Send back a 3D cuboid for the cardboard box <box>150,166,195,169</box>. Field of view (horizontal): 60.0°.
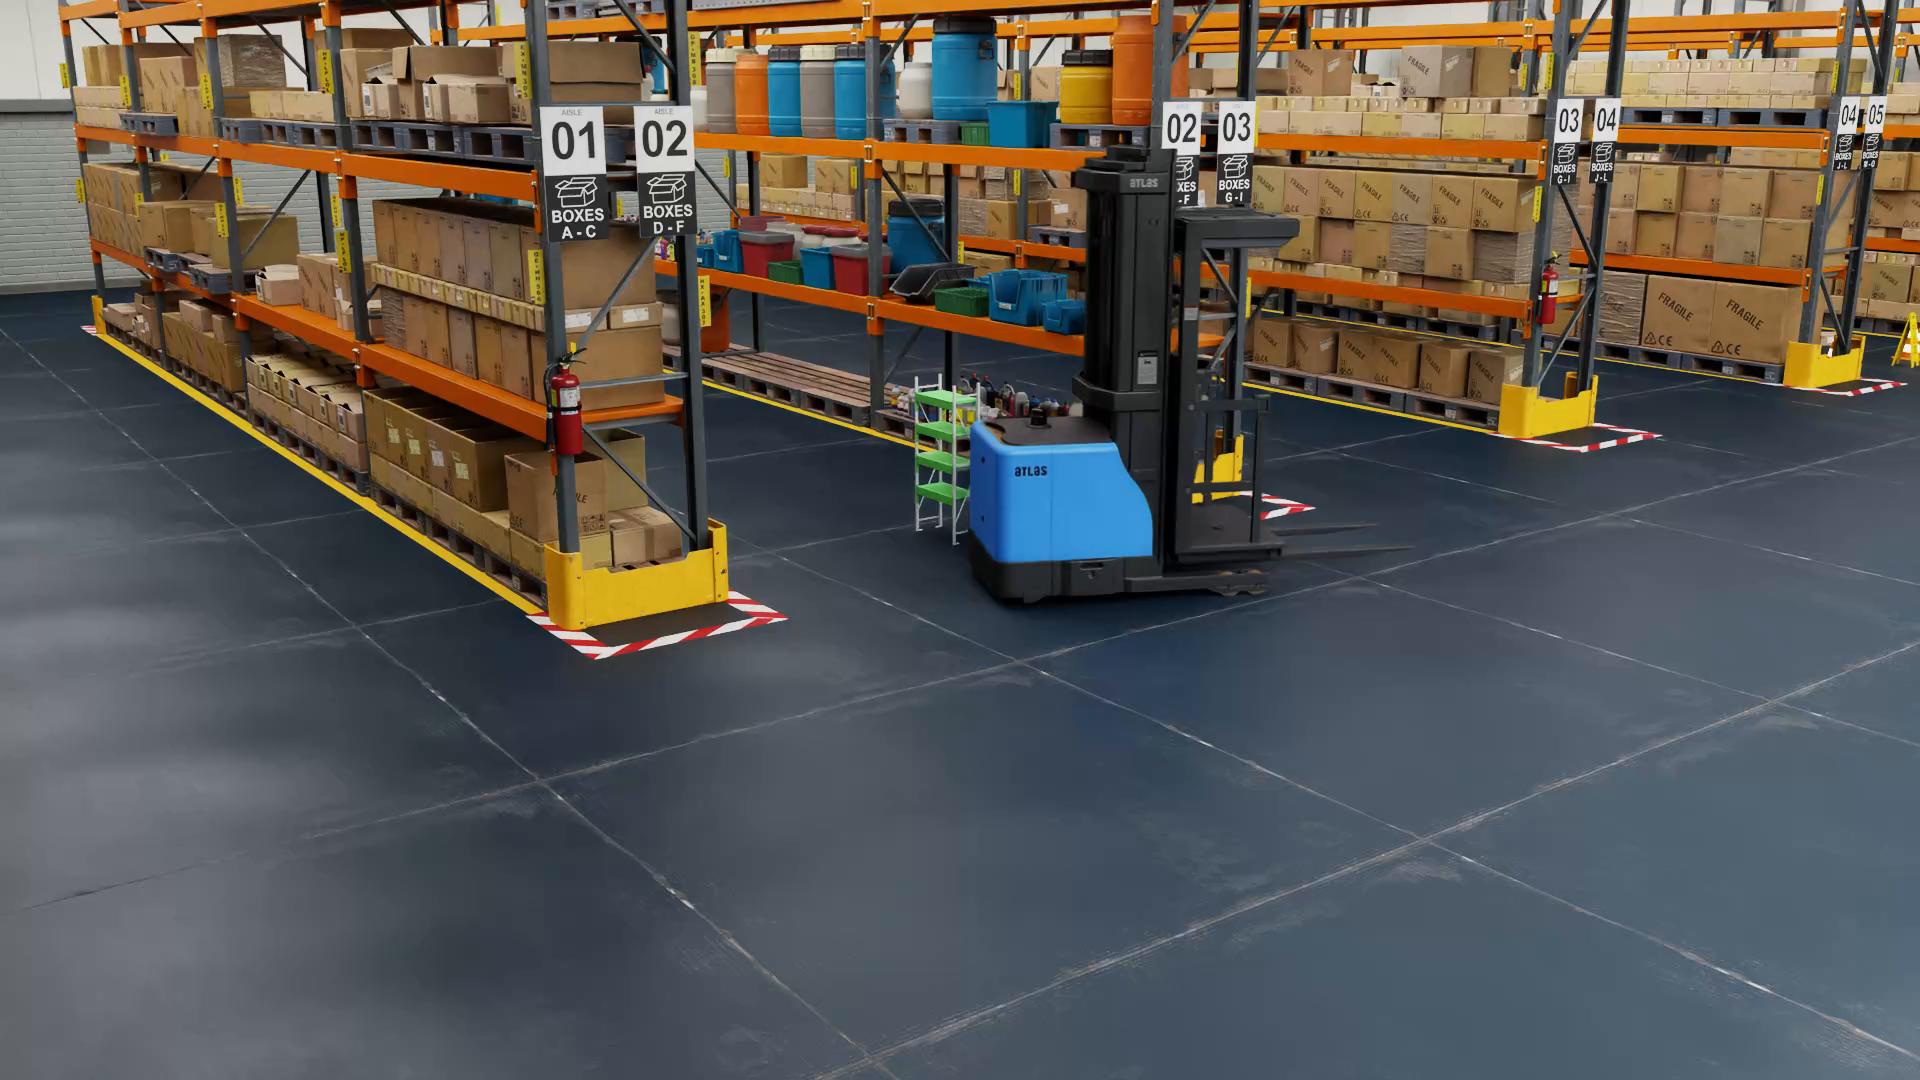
[{"bbox_3d":[-10.127,-4.569,21.504,0.500,0.500,0.500,-10,18,-33],"label":"cardboard box"}]

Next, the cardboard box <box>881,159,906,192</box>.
[{"bbox_3d":[-0.770,-5.498,24.891,0.797,0.503,0.637,-11,19,-36],"label":"cardboard box"}]

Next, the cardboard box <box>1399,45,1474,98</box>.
[{"bbox_3d":[4.787,-4.710,16.720,0.500,0.500,0.500,-11,19,-35],"label":"cardboard box"}]

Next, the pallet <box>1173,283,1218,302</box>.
[{"bbox_3d":[4.099,-4.077,27.074,1.003,0.211,1.213,-11,19,-35],"label":"pallet"}]

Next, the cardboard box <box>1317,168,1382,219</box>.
[{"bbox_3d":[4.199,-3.718,17.830,0.500,0.500,0.500,-11,19,-35],"label":"cardboard box"}]

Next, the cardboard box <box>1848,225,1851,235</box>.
[{"bbox_3d":[12.408,-4.368,23.331,0.380,0.149,0.250,-11,19,-35],"label":"cardboard box"}]

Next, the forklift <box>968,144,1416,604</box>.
[{"bbox_3d":[1.627,-1.166,11.284,3.031,2.935,1.130,-3,16,-10],"label":"forklift"}]

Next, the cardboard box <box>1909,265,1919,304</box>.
[{"bbox_3d":[13.237,-3.445,22.474,0.500,0.500,0.500,-11,19,-34],"label":"cardboard box"}]

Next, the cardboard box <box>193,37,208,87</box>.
[{"bbox_3d":[-7.667,-4.999,17.393,0.500,0.500,0.500,-11,19,-35],"label":"cardboard box"}]

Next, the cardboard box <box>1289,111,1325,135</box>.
[{"bbox_3d":[3.924,-4.519,18.007,0.500,0.250,0.500,-11,19,-35],"label":"cardboard box"}]

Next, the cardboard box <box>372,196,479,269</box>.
[{"bbox_3d":[-4.198,-2.436,13.147,0.700,0.500,0.500,-11,19,-34],"label":"cardboard box"}]

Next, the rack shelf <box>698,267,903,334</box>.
[{"bbox_3d":[-1.631,-2.704,18.136,1.077,0.370,4.000,-11,19,-35],"label":"rack shelf"}]

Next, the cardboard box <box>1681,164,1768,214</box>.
[{"bbox_3d":[9.170,-4.209,19.942,0.875,0.550,0.550,-11,19,-35],"label":"cardboard box"}]

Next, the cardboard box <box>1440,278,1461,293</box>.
[{"bbox_3d":[5.099,-2.601,16.872,0.380,0.149,0.250,-11,19,-35],"label":"cardboard box"}]

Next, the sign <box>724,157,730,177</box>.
[{"bbox_3d":[-3.957,-6.326,28.217,0.100,0.325,0.005,-11,19,-35],"label":"sign"}]

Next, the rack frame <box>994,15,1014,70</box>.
[{"bbox_3d":[0.567,-9.597,30.594,1.000,3.000,0.127,-11,19,-35],"label":"rack frame"}]

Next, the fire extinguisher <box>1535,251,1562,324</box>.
[{"bbox_3d":[5.598,-2.405,15.828,0.296,0.674,0.183,-11,19,-35],"label":"fire extinguisher"}]

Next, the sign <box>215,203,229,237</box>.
[{"bbox_3d":[-7.249,-3.144,16.337,0.100,0.325,0.005,-11,19,-35],"label":"sign"}]

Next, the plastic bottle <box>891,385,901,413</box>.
[{"bbox_3d":[-0.622,-1.384,16.285,0.097,0.271,0.097,0,15,0],"label":"plastic bottle"}]

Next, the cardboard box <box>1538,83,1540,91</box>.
[{"bbox_3d":[11.397,-8.795,32.275,0.380,0.149,0.250,-11,19,-34],"label":"cardboard box"}]

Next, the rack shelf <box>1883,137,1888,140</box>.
[{"bbox_3d":[14.404,-7.229,28.987,1.077,0.370,4.000,-11,19,-35],"label":"rack shelf"}]

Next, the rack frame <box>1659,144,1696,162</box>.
[{"bbox_3d":[13.228,-6.556,30.848,1.000,3.000,0.127,-11,19,-35],"label":"rack frame"}]

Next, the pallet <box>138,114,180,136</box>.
[{"bbox_3d":[-8.229,-4.549,18.188,1.213,0.211,1.003,-11,19,-35],"label":"pallet"}]

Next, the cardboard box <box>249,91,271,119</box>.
[{"bbox_3d":[-6.503,-4.199,16.041,0.500,0.250,0.500,-13,20,-39],"label":"cardboard box"}]

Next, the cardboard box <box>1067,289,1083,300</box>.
[{"bbox_3d":[1.610,-3.113,22.171,0.700,0.500,0.500,-12,19,-37],"label":"cardboard box"}]

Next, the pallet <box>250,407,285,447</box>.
[{"bbox_3d":[-6.363,-1.183,16.499,1.003,0.211,1.213,-11,19,-35],"label":"pallet"}]

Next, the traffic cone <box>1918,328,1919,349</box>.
[{"bbox_3d":[12.623,-2.745,21.727,0.336,0.463,0.334,-11,19,-35],"label":"traffic cone"}]

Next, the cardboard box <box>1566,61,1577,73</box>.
[{"bbox_3d":[7.713,-5.917,20.811,0.380,0.149,0.250,-11,19,-35],"label":"cardboard box"}]

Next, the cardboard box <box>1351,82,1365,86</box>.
[{"bbox_3d":[5.519,-6.461,24.002,0.500,0.311,0.500,-11,19,-34],"label":"cardboard box"}]

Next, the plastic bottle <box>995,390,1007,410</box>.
[{"bbox_3d":[0.392,-1.302,15.962,0.061,0.283,0.133,-11,19,-35],"label":"plastic bottle"}]

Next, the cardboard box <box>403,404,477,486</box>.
[{"bbox_3d":[-3.856,-0.733,12.563,0.500,0.500,0.500,-11,19,-35],"label":"cardboard box"}]

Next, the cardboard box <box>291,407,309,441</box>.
[{"bbox_3d":[-5.837,-1.102,15.333,0.500,0.250,0.500,-10,18,-33],"label":"cardboard box"}]

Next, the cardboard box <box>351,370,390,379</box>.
[{"bbox_3d":[-5.410,-1.458,15.570,0.500,0.311,0.500,-10,18,-33],"label":"cardboard box"}]

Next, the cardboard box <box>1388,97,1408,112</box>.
[{"bbox_3d":[4.605,-4.461,17.039,0.380,0.149,0.250,-12,19,-37],"label":"cardboard box"}]

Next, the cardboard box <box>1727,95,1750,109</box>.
[{"bbox_3d":[9.058,-5.044,19.133,0.380,0.149,0.250,-11,19,-34],"label":"cardboard box"}]

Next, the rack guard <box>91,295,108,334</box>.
[{"bbox_3d":[-11.475,-3.196,23.307,1.175,0.500,0.348,-11,19,-35],"label":"rack guard"}]

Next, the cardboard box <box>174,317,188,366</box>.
[{"bbox_3d":[-8.758,-2.317,19.262,0.500,0.500,0.500,-11,19,-34],"label":"cardboard box"}]

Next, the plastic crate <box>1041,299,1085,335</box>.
[{"bbox_3d":[0.983,-1.898,14.110,0.499,0.251,0.408,-11,19,-35],"label":"plastic crate"}]

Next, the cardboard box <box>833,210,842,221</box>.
[{"bbox_3d":[-1.749,-5.049,25.817,0.380,0.149,0.250,-10,18,-33],"label":"cardboard box"}]

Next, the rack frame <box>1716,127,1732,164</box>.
[{"bbox_3d":[11.567,-4.931,24.909,1.000,3.000,0.127,-11,19,-35],"label":"rack frame"}]

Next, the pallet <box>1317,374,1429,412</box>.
[{"bbox_3d":[4.696,-1.649,18.201,1.003,0.211,1.213,-11,19,-35],"label":"pallet"}]

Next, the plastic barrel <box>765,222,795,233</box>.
[{"bbox_3d":[-2.029,-3.345,18.905,0.421,0.512,0.421,0,15,0],"label":"plastic barrel"}]

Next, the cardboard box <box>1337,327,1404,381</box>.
[{"bbox_3d":[4.526,-2.056,18.347,0.500,0.500,0.500,-13,20,-39],"label":"cardboard box"}]

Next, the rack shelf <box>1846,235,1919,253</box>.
[{"bbox_3d":[12.743,-4.157,23.444,1.077,0.370,4.000,-11,19,-35],"label":"rack shelf"}]

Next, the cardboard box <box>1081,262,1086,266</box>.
[{"bbox_3d":[2.328,-4.776,28.949,0.380,0.149,0.250,-10,18,-33],"label":"cardboard box"}]

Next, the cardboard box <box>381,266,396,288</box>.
[{"bbox_3d":[-4.315,-2.076,13.060,0.380,0.149,0.250,-11,19,-34],"label":"cardboard box"}]

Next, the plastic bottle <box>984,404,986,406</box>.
[{"bbox_3d":[0.150,-1.183,15.541,0.152,0.276,0.135,-11,19,-35],"label":"plastic bottle"}]

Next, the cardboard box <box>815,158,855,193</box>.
[{"bbox_3d":[-1.930,-5.698,26.013,0.500,0.500,0.500,-11,19,-34],"label":"cardboard box"}]

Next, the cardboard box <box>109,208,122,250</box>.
[{"bbox_3d":[-10.579,-4.007,21.344,0.500,0.500,0.500,-11,19,-34],"label":"cardboard box"}]

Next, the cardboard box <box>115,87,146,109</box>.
[{"bbox_3d":[-9.673,-5.241,19.699,0.500,0.250,0.500,-11,19,-35],"label":"cardboard box"}]

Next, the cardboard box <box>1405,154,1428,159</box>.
[{"bbox_3d":[8.105,-6.601,28.927,0.500,0.500,0.500,-11,19,-34],"label":"cardboard box"}]

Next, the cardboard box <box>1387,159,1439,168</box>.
[{"bbox_3d":[6.429,-5.102,23.451,0.700,0.500,0.500,-11,19,-35],"label":"cardboard box"}]

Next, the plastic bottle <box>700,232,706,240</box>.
[{"bbox_3d":[-3.167,-3.677,20.571,0.097,0.271,0.097,0,15,0],"label":"plastic bottle"}]

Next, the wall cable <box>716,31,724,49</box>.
[{"bbox_3d":[-4.041,-12.143,33.801,2.277,5.999,0.120,-11,19,-35],"label":"wall cable"}]

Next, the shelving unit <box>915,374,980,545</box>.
[{"bbox_3d":[-0.097,-0.614,12.547,0.258,1.200,0.503,-11,19,-35],"label":"shelving unit"}]

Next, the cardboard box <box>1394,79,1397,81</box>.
[{"bbox_3d":[9.480,-9.566,34.936,0.500,0.250,0.500,-10,18,-33],"label":"cardboard box"}]

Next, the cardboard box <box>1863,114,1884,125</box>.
[{"bbox_3d":[12.544,-5.756,22.719,0.380,0.149,0.250,-11,19,-35],"label":"cardboard box"}]

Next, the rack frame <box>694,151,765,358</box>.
[{"bbox_3d":[-2.807,-3.478,19.601,1.000,3.000,0.127,-11,19,-35],"label":"rack frame"}]
